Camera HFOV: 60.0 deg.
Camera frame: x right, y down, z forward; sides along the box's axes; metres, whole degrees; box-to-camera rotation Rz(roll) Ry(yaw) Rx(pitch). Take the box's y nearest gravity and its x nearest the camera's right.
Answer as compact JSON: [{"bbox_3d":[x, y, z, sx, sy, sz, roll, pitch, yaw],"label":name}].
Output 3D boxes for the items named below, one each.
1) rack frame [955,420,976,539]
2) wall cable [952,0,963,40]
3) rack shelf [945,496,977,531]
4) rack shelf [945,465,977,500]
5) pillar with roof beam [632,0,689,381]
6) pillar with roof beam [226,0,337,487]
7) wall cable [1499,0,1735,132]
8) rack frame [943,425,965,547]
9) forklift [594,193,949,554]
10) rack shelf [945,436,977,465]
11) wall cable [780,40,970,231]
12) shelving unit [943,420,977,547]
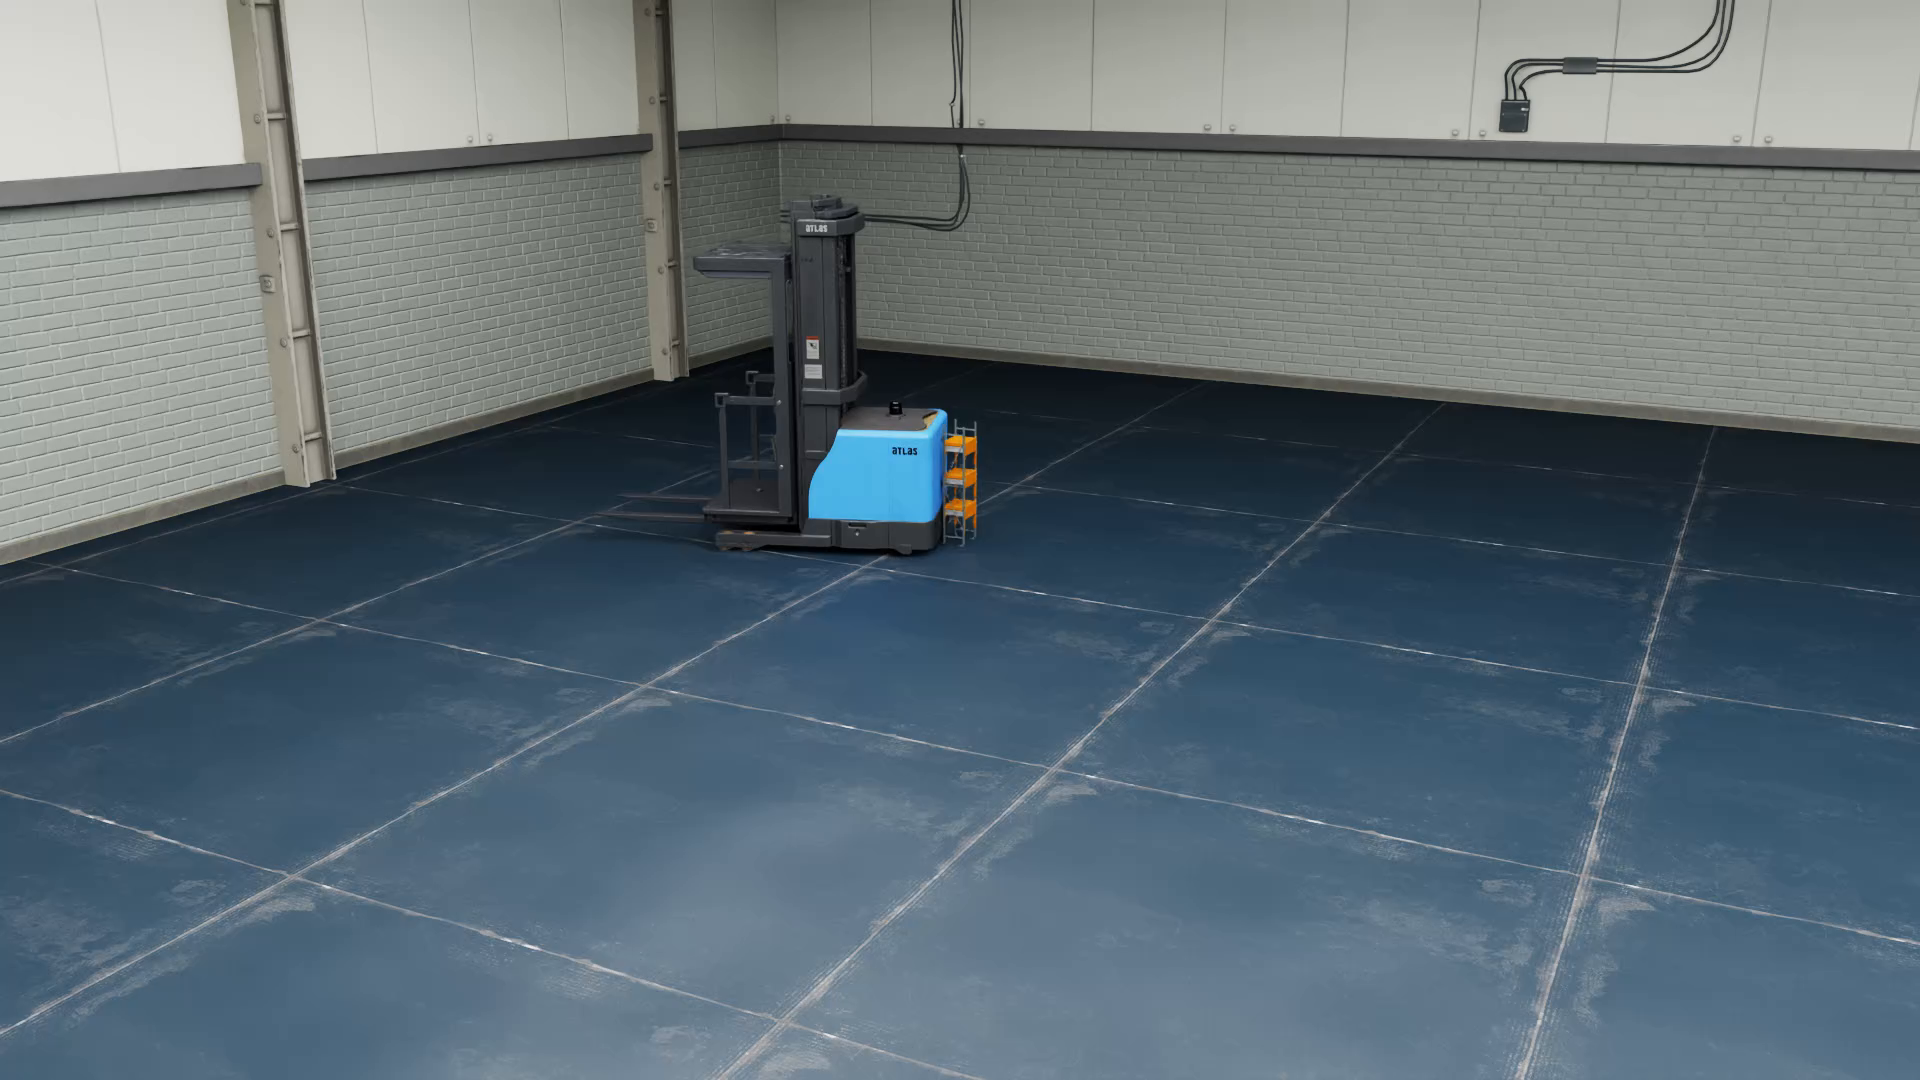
[{"bbox_3d":[0.046,-0.522,14.439,0.200,1.050,0.008,7,18,23],"label":"rack frame"},{"bbox_3d":[1.158,-7.597,20.879,3.097,2.526,0.112,8,18,25],"label":"wall cable"},{"bbox_3d":[-0.003,-0.214,14.414,0.215,0.259,0.240,7,18,23],"label":"rack shelf"},{"bbox_3d":[-0.002,-0.480,14.335,0.215,0.259,0.240,7,18,23],"label":"rack shelf"},{"bbox_3d":[0.090,-5.878,18.511,9.100,9.000,0.400,8,18,25],"label":"pillar with roof beam"},{"bbox_3d":[-2.591,-4.350,13.366,9.100,9.000,0.400,8,18,25],"label":"pillar with roof beam"},{"bbox_3d":[7.224,-7.427,17.751,2.305,6.003,0.169,8,18,25],"label":"wall cable"},{"bbox_3d":[-0.051,-0.459,14.224,0.200,1.050,0.008,7,18,23],"label":"rack frame"},{"bbox_3d":[-1.655,-1.455,14.274,3.031,2.935,1.130,2,17,8],"label":"forklift"},{"bbox_3d":[-0.002,-0.752,14.254,0.215,0.259,0.240,7,18,23],"label":"rack shelf"},{"bbox_3d":[-1.262,-5.520,22.757,3.097,2.526,0.112,8,18,25],"label":"wall cable"},{"bbox_3d":[-0.002,-0.490,14.332,0.215,1.050,0.252,7,18,23],"label":"shelving unit"}]
